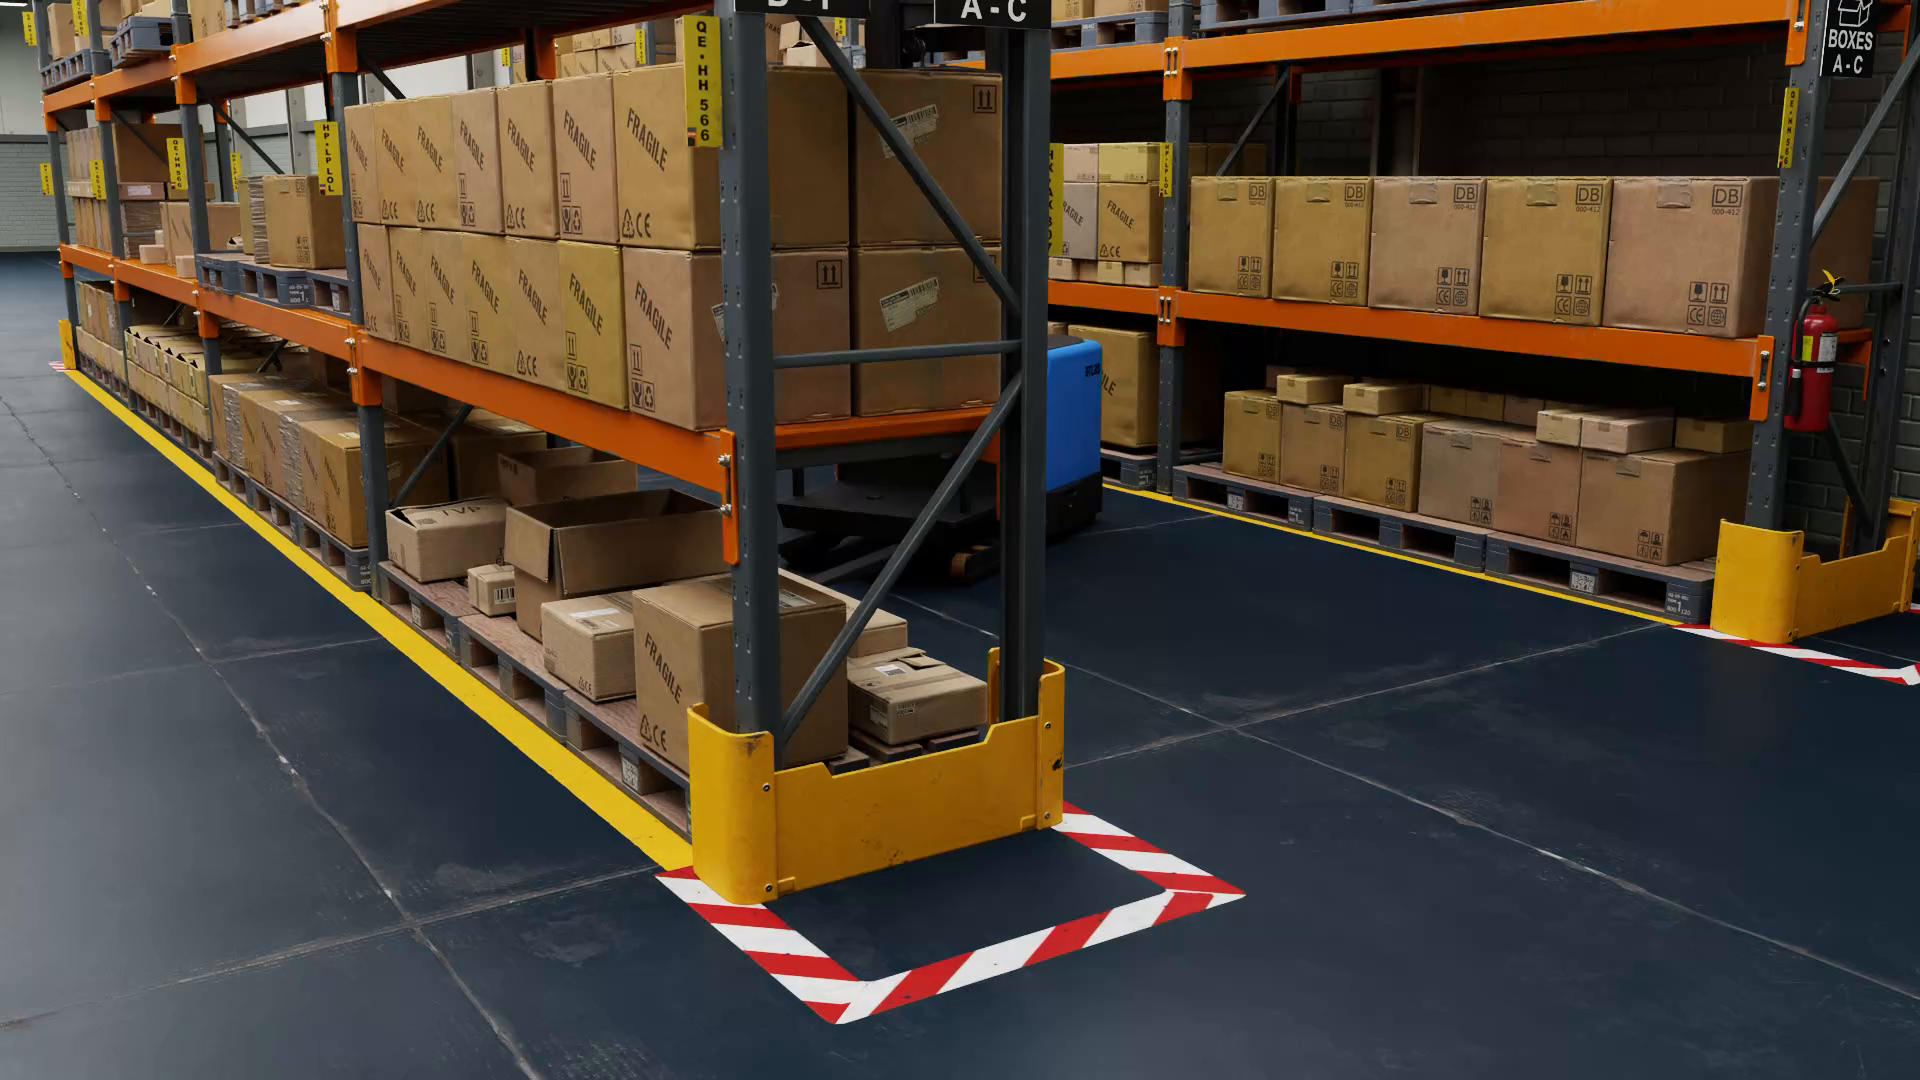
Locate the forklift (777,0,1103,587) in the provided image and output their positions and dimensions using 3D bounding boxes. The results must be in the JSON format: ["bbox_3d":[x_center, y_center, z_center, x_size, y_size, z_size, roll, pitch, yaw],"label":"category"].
[{"bbox_3d":[-0.289,-1.314,8.509,1.130,2.935,3.031,6,14,27],"label":"forklift"}]

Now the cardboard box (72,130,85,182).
[{"bbox_3d":[-8.479,-3.861,16.726,0.700,0.500,0.500,-9,15,-34],"label":"cardboard box"}]

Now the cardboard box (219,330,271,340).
[{"bbox_3d":[-5.805,-1.571,13.664,0.500,0.311,0.500,-8,15,-33],"label":"cardboard box"}]

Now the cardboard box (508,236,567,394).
[{"bbox_3d":[-1.224,-0.797,5.752,0.500,0.500,0.500,-8,15,-32],"label":"cardboard box"}]

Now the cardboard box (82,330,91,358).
[{"bbox_3d":[-8.660,-2.017,17.017,0.500,0.250,0.500,-8,15,-33],"label":"cardboard box"}]

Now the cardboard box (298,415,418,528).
[{"bbox_3d":[-3.183,-0.368,8.843,0.500,0.500,0.500,-8,15,-33],"label":"cardboard box"}]

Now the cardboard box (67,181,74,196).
[{"bbox_3d":[-9.014,-3.636,17.214,0.380,0.149,0.250,-8,15,-33],"label":"cardboard box"}]

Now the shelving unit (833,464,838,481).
[{"bbox_3d":[-0.669,-0.437,10.907,0.258,0.189,1.200,-2,12,-8],"label":"shelving unit"}]

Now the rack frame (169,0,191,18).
[{"bbox_3d":[-4.620,-4.873,10.583,1.000,3.000,0.127,-8,15,-33],"label":"rack frame"}]

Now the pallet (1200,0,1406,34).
[{"bbox_3d":[2.163,-3.093,9.673,1.003,0.211,1.213,-8,15,-33],"label":"pallet"}]

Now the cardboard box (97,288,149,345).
[{"bbox_3d":[-7.822,-2.118,15.722,0.500,0.500,0.500,-8,15,-33],"label":"cardboard box"}]

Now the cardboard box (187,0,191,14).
[{"bbox_3d":[-4.918,-3.614,11.213,0.500,0.250,0.500,-9,15,-37],"label":"cardboard box"}]

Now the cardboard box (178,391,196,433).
[{"bbox_3d":[-5.403,-0.960,12.185,0.500,0.250,0.500,-8,15,-33],"label":"cardboard box"}]

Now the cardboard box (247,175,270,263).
[{"bbox_3d":[-3.829,-1.913,9.870,0.700,0.500,0.500,-5,13,-22],"label":"cardboard box"}]

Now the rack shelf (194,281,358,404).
[{"bbox_3d":[-3.512,-1.235,9.674,1.077,0.370,4.000,-8,15,-33],"label":"rack shelf"}]

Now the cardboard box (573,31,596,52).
[{"bbox_3d":[-3.828,-5.498,17.840,0.500,0.500,0.500,-9,15,-35],"label":"cardboard box"}]

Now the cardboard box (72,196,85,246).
[{"bbox_3d":[-8.804,-3.330,17.332,0.700,0.500,0.500,-8,15,-33],"label":"cardboard box"}]

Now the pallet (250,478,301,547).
[{"bbox_3d":[-3.566,-0.226,9.902,1.003,0.211,1.213,-8,15,-33],"label":"pallet"}]

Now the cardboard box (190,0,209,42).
[{"bbox_3d":[-4.350,-3.383,10.556,0.910,0.500,0.500,-8,15,-33],"label":"cardboard box"}]

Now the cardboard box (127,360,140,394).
[{"bbox_3d":[-6.819,-1.415,14.263,0.500,0.250,0.500,-9,15,-34],"label":"cardboard box"}]

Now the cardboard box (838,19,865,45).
[{"bbox_3d":[-0.706,-4.209,14.284,0.500,0.500,0.500,-8,15,-33],"label":"cardboard box"}]

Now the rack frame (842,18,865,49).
[{"bbox_3d":[-0.498,-5.460,13.267,1.000,3.000,0.127,-8,15,-33],"label":"rack frame"}]

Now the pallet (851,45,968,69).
[{"bbox_3d":[-0.097,-3.794,13.113,1.213,0.211,1.003,-7,14,-30],"label":"pallet"}]

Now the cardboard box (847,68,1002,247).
[{"bbox_3d":[-0.214,-1.167,5.103,0.500,0.500,0.500,-8,14,-31],"label":"cardboard box"}]

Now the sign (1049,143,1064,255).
[{"bbox_3d":[0.264,-1.007,4.919,0.100,0.325,0.005,-8,15,-33],"label":"sign"}]

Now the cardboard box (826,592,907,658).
[{"bbox_3d":[-0.530,0.389,5.966,0.500,0.250,0.500,-8,15,-33],"label":"cardboard box"}]

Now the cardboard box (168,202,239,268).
[{"bbox_3d":[-5.855,-2.382,12.997,0.500,0.500,0.500,-8,15,-33],"label":"cardboard box"}]

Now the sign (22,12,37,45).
[{"bbox_3d":[-9.518,-5.232,17.012,0.100,0.325,0.005,-8,15,-33],"label":"sign"}]

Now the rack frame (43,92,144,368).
[{"bbox_3d":[-9.052,-3.365,17.730,1.000,3.000,0.127,-8,15,-33],"label":"rack frame"}]

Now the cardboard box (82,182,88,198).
[{"bbox_3d":[-8.299,-3.407,16.168,0.380,0.149,0.250,-8,15,-33],"label":"cardboard box"}]

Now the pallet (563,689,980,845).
[{"bbox_3d":[-0.672,0.687,5.725,1.003,0.211,1.213,-8,15,-33],"label":"pallet"}]

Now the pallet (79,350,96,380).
[{"bbox_3d":[-8.594,-1.872,17.428,1.003,0.211,1.213,-8,15,-33],"label":"pallet"}]

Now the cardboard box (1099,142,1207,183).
[{"bbox_3d":[1.246,-2.441,10.771,0.500,0.250,0.500,-8,14,-31],"label":"cardboard box"}]

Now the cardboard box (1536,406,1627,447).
[{"bbox_3d":[3.098,-0.567,8.283,0.380,0.149,0.250,-8,14,-31],"label":"cardboard box"}]

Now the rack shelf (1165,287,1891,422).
[{"bbox_3d":[2.826,-1.111,9.105,1.077,0.370,4.000,-8,15,-33],"label":"rack shelf"}]

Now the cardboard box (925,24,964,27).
[{"bbox_3d":[0.156,-4.091,12.764,0.700,0.500,0.500,-9,15,-36],"label":"cardboard box"}]

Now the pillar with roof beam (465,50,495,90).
[{"bbox_3d":[-10.731,-7.419,22.221,9.100,9.000,0.400,-8,15,-33],"label":"pillar with roof beam"}]

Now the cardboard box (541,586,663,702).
[{"bbox_3d":[-1.195,0.369,6.062,0.500,0.250,0.500,-8,15,-33],"label":"cardboard box"}]

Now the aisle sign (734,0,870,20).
[{"bbox_3d":[-0.405,-1.741,4.218,0.394,0.787,0.004,-8,15,-33],"label":"aisle sign"}]

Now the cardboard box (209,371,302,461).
[{"bbox_3d":[-4.606,-0.822,10.919,0.500,0.500,0.500,-7,14,-30],"label":"cardboard box"}]

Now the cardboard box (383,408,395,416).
[{"bbox_3d":[-3.044,-0.523,9.554,0.500,0.500,0.500,-8,15,-32],"label":"cardboard box"}]

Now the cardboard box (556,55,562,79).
[{"bbox_3d":[-4.395,-5.196,18.797,0.500,0.500,0.500,-7,14,-30],"label":"cardboard box"}]

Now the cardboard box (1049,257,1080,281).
[{"bbox_3d":[0.834,-1.865,11.412,0.380,0.149,0.250,-8,15,-33],"label":"cardboard box"}]

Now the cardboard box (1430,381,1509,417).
[{"bbox_3d":[2.855,-0.792,9.312,0.380,0.149,0.250,-8,15,-34],"label":"cardboard box"}]

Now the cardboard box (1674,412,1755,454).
[{"bbox_3d":[3.699,-0.522,8.076,0.380,0.149,0.250,-8,15,-32],"label":"cardboard box"}]

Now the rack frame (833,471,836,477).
[{"bbox_3d":[-0.669,-0.348,10.927,0.240,0.006,1.200,-2,12,-8],"label":"rack frame"}]

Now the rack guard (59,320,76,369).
[{"bbox_3d":[-9.066,-2.148,18.016,1.175,0.500,0.348,-8,15,-33],"label":"rack guard"}]

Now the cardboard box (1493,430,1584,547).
[{"bbox_3d":[3.186,-0.292,8.546,0.700,0.500,0.500,-8,15,-33],"label":"cardboard box"}]

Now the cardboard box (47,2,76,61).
[{"bbox_3d":[-8.360,-4.825,15.840,0.500,0.500,0.500,-8,15,-33],"label":"cardboard box"}]

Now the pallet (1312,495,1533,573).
[{"bbox_3d":[2.754,-0.094,9.299,1.003,0.211,1.213,-8,15,-33],"label":"pallet"}]

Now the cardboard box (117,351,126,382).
[{"bbox_3d":[-7.275,-1.572,14.984,0.500,0.250,0.500,-8,15,-33],"label":"cardboard box"}]

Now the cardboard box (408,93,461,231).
[{"bbox_3d":[-1.806,-1.468,6.480,0.500,0.500,0.500,-9,15,-34],"label":"cardboard box"}]

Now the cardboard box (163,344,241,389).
[{"bbox_3d":[-5.686,-1.324,12.536,0.500,0.311,0.500,-8,15,-33],"label":"cardboard box"}]

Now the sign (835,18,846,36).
[{"bbox_3d":[-0.951,-4.184,13.240,0.100,0.325,0.005,-8,15,-33],"label":"sign"}]

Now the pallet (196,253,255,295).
[{"bbox_3d":[-4.186,-1.737,10.731,1.213,0.211,1.003,-8,15,-33],"label":"pallet"}]

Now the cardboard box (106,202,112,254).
[{"bbox_3d":[-7.385,-2.874,15.249,0.700,0.500,0.500,-8,15,-33],"label":"cardboard box"}]

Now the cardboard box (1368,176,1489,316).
[{"bbox_3d":[2.816,-1.608,8.990,0.980,0.700,0.700,-9,15,-35],"label":"cardboard box"}]
